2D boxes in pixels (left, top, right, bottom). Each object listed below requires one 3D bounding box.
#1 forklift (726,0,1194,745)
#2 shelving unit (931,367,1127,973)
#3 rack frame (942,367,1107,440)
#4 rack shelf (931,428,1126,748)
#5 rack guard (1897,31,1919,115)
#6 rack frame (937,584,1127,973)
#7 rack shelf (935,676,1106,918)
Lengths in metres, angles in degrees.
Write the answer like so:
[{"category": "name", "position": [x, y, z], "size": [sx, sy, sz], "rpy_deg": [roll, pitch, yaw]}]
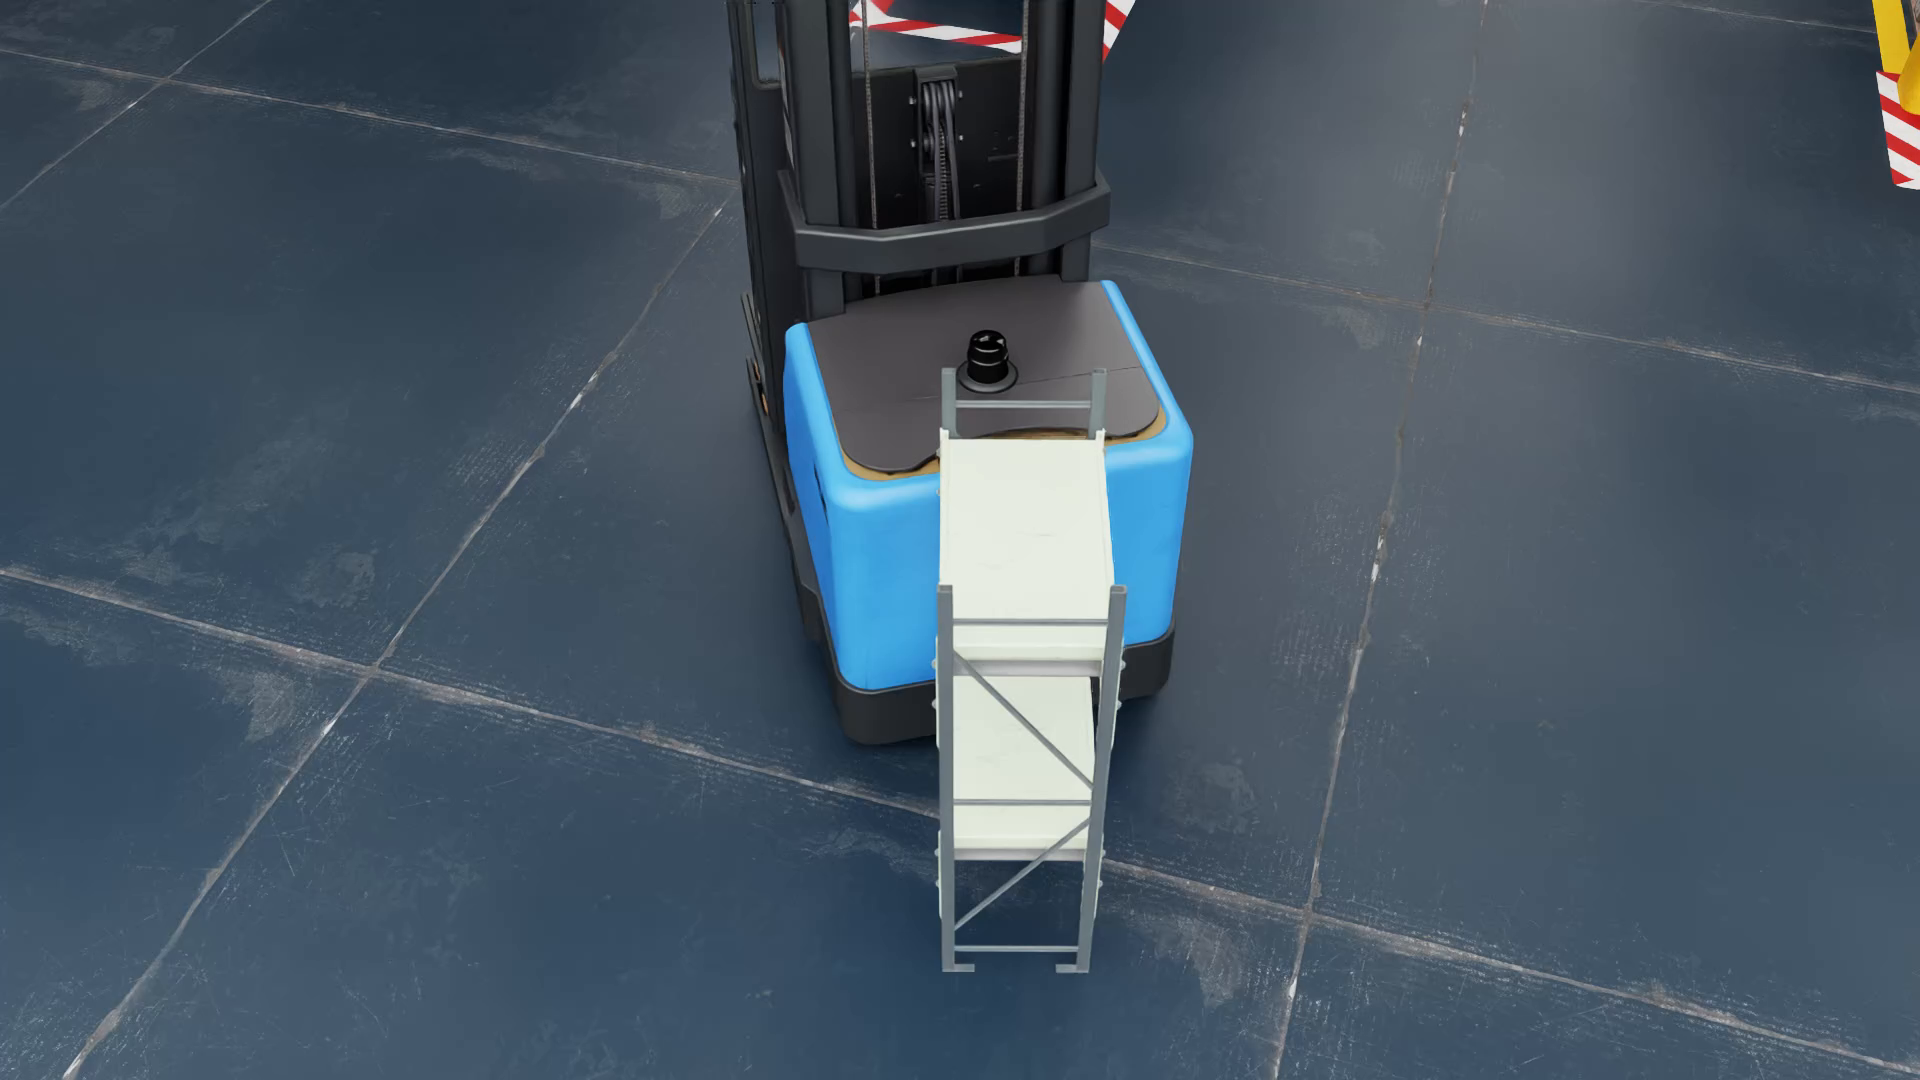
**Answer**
[{"category": "forklift", "position": [-0.179, -1.477, 5.164], "size": [1.130, 2.935, 3.031], "rpy_deg": [-9, 45, -9]}, {"category": "shelving unit", "position": [0.154, 0.382, 4.287], "size": [0.431, 1.500, 0.755], "rpy_deg": [0, 44, 0]}, {"category": "rack frame", "position": [0.156, 0.126, 4.548], "size": [0.400, 1.500, 0.023], "rpy_deg": [0, 44, 0]}, {"category": "rack shelf", "position": [0.154, 0.103, 4.014], "size": [0.431, 0.370, 0.720], "rpy_deg": [0, 44, 0]}, {"category": "rack guard", "position": [5.027, -2.175, 7.615], "size": [1.175, 0.500, 0.348], "rpy_deg": [13, 46, 13]}, {"category": "rack frame", "position": [0.152, 0.638, 4.025], "size": [0.400, 1.500, 0.023], "rpy_deg": [0, 44, 0]}, {"category": "rack shelf", "position": [0.154, 0.615, 4.515], "size": [0.431, 0.370, 0.720], "rpy_deg": [0, 44, 0]}]
